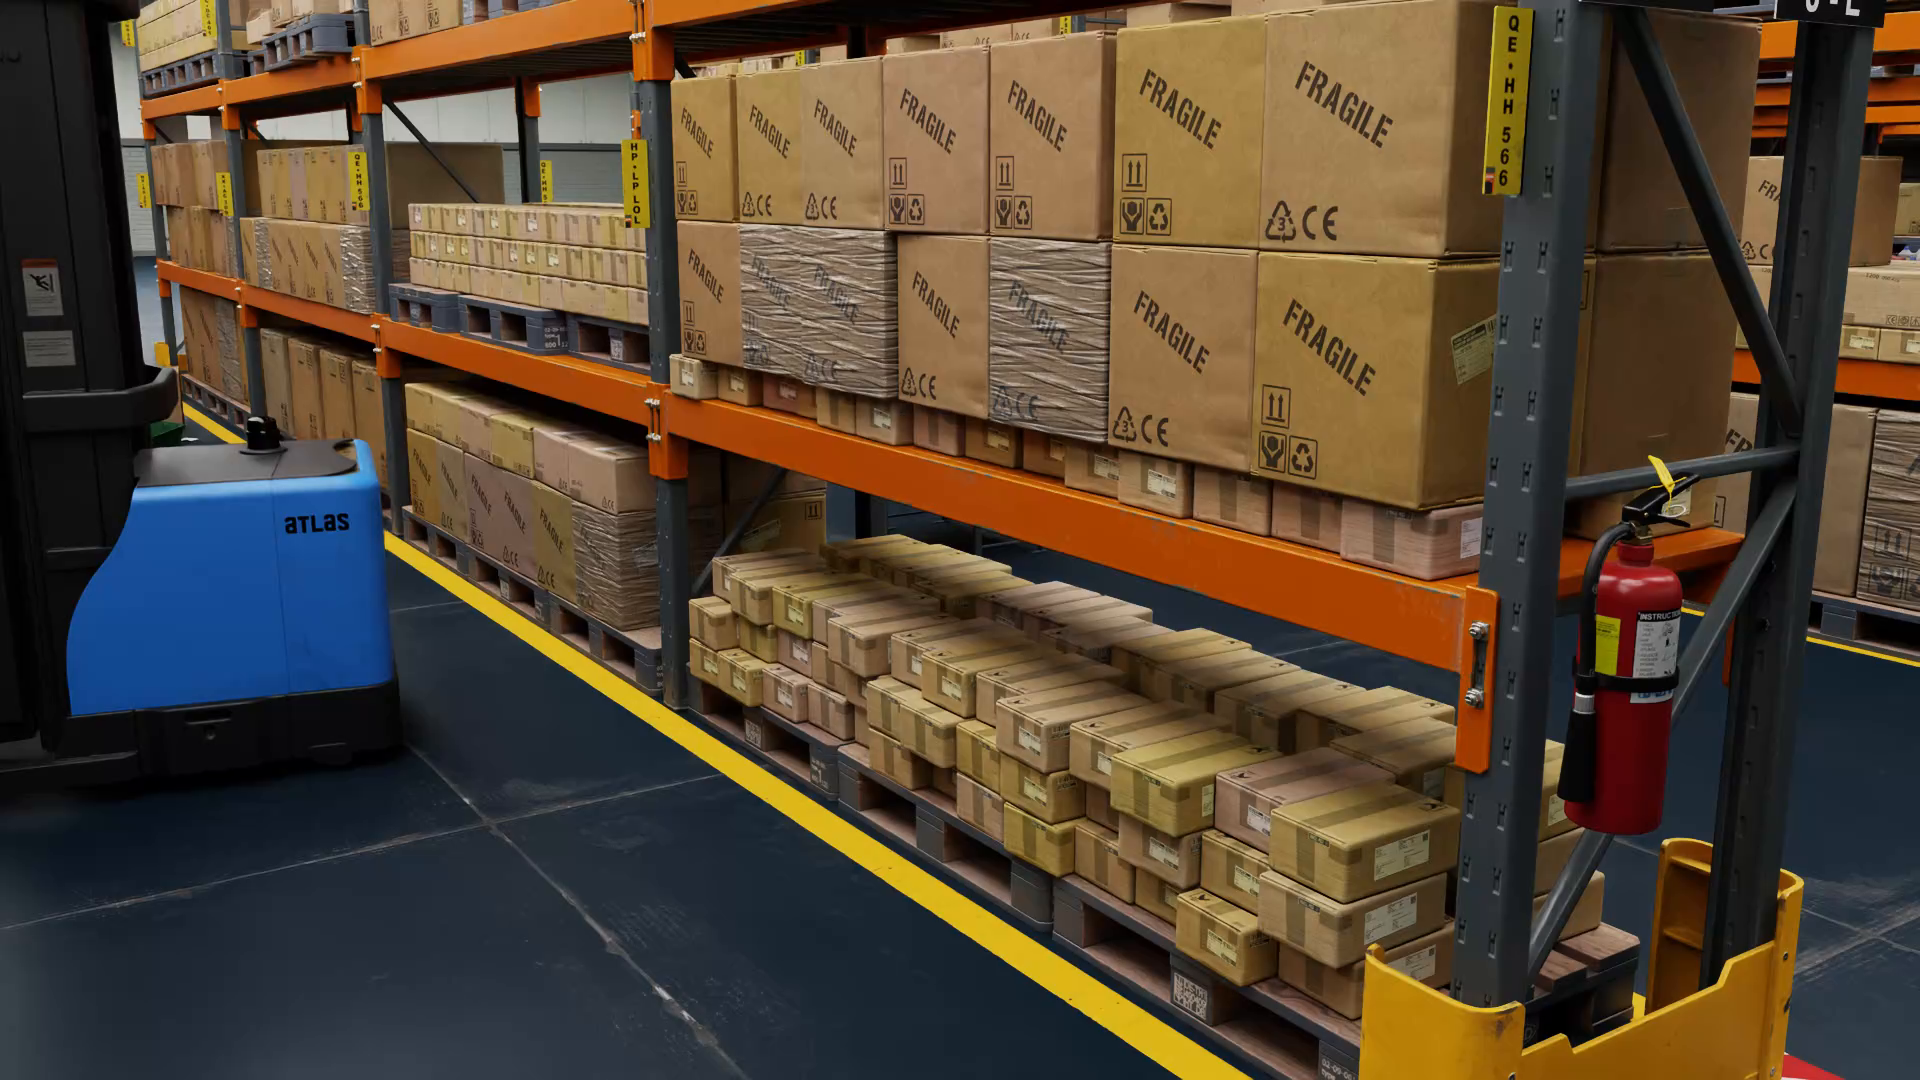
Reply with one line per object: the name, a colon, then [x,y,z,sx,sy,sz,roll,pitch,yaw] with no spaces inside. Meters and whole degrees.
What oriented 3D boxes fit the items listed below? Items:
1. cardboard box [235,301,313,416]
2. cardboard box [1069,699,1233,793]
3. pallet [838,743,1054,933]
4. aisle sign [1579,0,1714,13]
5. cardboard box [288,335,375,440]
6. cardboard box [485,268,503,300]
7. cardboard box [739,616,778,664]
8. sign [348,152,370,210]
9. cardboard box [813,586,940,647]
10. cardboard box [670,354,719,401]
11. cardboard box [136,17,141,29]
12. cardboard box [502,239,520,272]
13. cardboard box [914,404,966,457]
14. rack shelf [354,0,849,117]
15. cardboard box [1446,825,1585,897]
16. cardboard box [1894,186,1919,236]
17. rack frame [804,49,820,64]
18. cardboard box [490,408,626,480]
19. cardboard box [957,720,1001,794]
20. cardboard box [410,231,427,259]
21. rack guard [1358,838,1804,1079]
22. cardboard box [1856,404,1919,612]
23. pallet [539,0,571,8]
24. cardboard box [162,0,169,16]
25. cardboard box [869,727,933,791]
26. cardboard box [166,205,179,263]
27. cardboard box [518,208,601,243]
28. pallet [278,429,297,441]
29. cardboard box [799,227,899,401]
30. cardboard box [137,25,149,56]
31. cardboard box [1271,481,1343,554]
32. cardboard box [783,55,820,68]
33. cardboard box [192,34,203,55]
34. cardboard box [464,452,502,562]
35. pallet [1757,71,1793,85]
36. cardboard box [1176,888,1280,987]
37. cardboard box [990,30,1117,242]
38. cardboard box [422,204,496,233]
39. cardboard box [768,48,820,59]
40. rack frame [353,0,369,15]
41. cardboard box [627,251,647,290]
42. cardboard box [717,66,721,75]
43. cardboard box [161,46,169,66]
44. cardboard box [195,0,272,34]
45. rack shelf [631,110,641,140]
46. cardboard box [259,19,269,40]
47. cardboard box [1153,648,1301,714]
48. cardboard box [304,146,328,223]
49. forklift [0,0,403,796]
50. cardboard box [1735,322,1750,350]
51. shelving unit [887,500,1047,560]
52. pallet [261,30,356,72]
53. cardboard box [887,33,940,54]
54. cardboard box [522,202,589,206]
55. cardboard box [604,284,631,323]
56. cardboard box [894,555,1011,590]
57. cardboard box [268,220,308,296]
cardboard box: [-5.482,-1.550,13.919,0.875,0.875,0.875,-8,15,-32]
cardboard box: [0.521,0.568,4.540,0.380,0.149,0.250,-9,15,-35]
pallet: [0.322,0.855,5.459,1.003,0.211,1.213,-8,15,-33]
aisle sign: [1.248,-1.350,2.929,0.394,0.787,0.004,-8,15,-33]
cardboard box: [-4.242,-1.097,12.140,1.050,0.750,0.750,-8,15,-33]
cardboard box: [-2.159,-1.295,8.366,0.380,0.149,0.250,-8,15,-32]
cardboard box: [-0.610,0.339,6.284,0.380,0.149,0.250,-8,15,-32]
sign: [-3.436,-2.051,9.508,0.100,0.325,0.005,-8,15,-33]
cardboard box: [-0.293,0.282,5.850,0.380,0.149,0.250,-9,15,-34]
cardboard box: [-0.875,-0.628,6.301,0.380,0.149,0.250,-7,14,-31]
cardboard box: [-7.488,-4.863,15.563,0.380,0.149,0.250,-8,15,-32]
cardboard box: [-2.007,-1.393,8.119,0.380,0.149,0.250,-7,14,-31]
cardboard box: [0.082,-0.357,5.063,0.380,0.149,0.250,-7,14,-31]
rack shelf: [-1.867,-2.310,8.064,1.077,0.370,4.000,-8,15,-33]
cardboard box: [1.380,0.790,4.221,0.380,0.149,0.250,-7,14,-30]
cardboard box: [9.901,-3.448,17.389,0.500,0.500,0.700,9,15,36]
rack frame: [-1.007,-5.763,15.149,1.000,3.000,0.127,-8,15,-33]
cardboard box: [-1.961,-0.478,8.140,0.500,0.250,0.500,-9,15,-35]
cardboard box: [0.213,0.623,4.985,0.380,0.149,0.250,-7,14,-30]
cardboard box: [-2.875,-1.669,9.383,0.380,0.149,0.250,-7,14,-30]
rack guard: [1.415,1.079,3.757,1.175,0.500,0.348,-8,15,-33]
cardboard box: [4.717,-0.131,7.430,0.875,0.875,0.875,-8,15,-33]
pallet: [-1.013,-2.336,6.941,1.213,0.211,1.003,-8,15,-33]
cardboard box: [-6.643,-4.592,14.320,0.380,0.149,0.250,-8,15,-32]
cardboard box: [-0.072,0.676,5.438,0.380,0.149,0.250,-9,15,-34]
cardboard box: [-7.165,-2.987,16.147,0.875,0.550,0.550,-8,15,-33]
cardboard box: [-1.866,-1.493,7.881,0.380,0.149,0.250,-9,15,-35]
pallet: [-4.702,-0.772,12.899,1.003,0.211,1.213,-8,15,-33]
cardboard box: [-0.166,-0.735,5.272,0.500,0.500,0.500,-8,15,-34]
cardboard box: [-7.354,-4.649,15.518,0.500,0.250,0.500,-8,15,-33]
cardboard box: [0.934,-0.079,3.790,0.380,0.149,0.250,-8,15,-33]
cardboard box: [-1.427,-4.442,15.551,0.380,0.149,0.250,-8,14,-31]
cardboard box: [-5.944,-3.977,13.376,0.380,0.149,0.250,-8,15,-32]
cardboard box: [-2.226,-0.200,8.621,0.500,0.500,0.500,-9,15,-34]
pallet: [6.402,-3.698,13.170,1.003,0.211,1.213,-8,15,-33]
cardboard box: [0.765,0.956,4.158,0.380,0.149,0.250,-8,14,-31]
cardboard box: [0.420,-1.045,4.347,0.500,0.500,0.500,-7,14,-30]
cardboard box: [-2.730,-1.772,9.155,0.380,0.149,0.250,-9,15,-34]
cardboard box: [-1.468,-4.785,15.602,0.500,0.500,0.500,-9,15,-34]
rack frame: [-2.976,-4.482,9.294,1.000,3.000,0.127,-8,15,-33]
cardboard box: [-1.144,-1.115,6.848,0.380,0.149,0.250,-8,14,-31]
cardboard box: [-2.238,-4.734,16.887,0.380,0.149,0.250,-9,15,-35]
cardboard box: [-6.786,-4.247,14.613,0.380,0.149,0.250,-8,15,-33]
cardboard box: [-5.678,-4.111,13.057,0.500,0.250,0.500,-8,15,-33]
rack shelf: [-2.115,-4.301,17.173,1.077,0.370,4.000,-8,15,-33]
cardboard box: [-4.824,-3.646,11.861,0.250,0.149,0.380,-8,15,-33]
cardboard box: [0.811,0.455,5.055,0.380,0.149,0.250,-7,14,-31]
cardboard box: [-4.067,-2.441,11.430,0.700,0.500,0.500,-8,15,-33]
forklift: [-3.632,-0.595,5.724,3.031,2.935,1.130,-5,13,-20]
cardboard box: [3.894,-1.009,8.042,0.380,0.149,0.250,-8,15,-34]
shelving unit: [0.004,-0.548,9.736,0.538,1.125,1.048,-8,15,-33]
pallet: [-3.999,-3.231,11.037,1.003,0.211,1.213,-7,14,-30]
cardboard box: [-0.306,-4.290,14.212,0.797,0.503,0.637,-7,14,-30]
cardboard box: [-2.322,-1.892,9.702,0.380,0.149,0.250,-9,15,-35]
cardboard box: [-1.289,-1.016,7.090,0.380,0.149,0.250,-8,15,-32]
cardboard box: [-0.027,0.174,6.344,0.380,0.149,0.250,-8,15,-33]
cardboard box: [-4.569,-2.007,11.785,0.500,0.500,0.500,-8,15,-33]
